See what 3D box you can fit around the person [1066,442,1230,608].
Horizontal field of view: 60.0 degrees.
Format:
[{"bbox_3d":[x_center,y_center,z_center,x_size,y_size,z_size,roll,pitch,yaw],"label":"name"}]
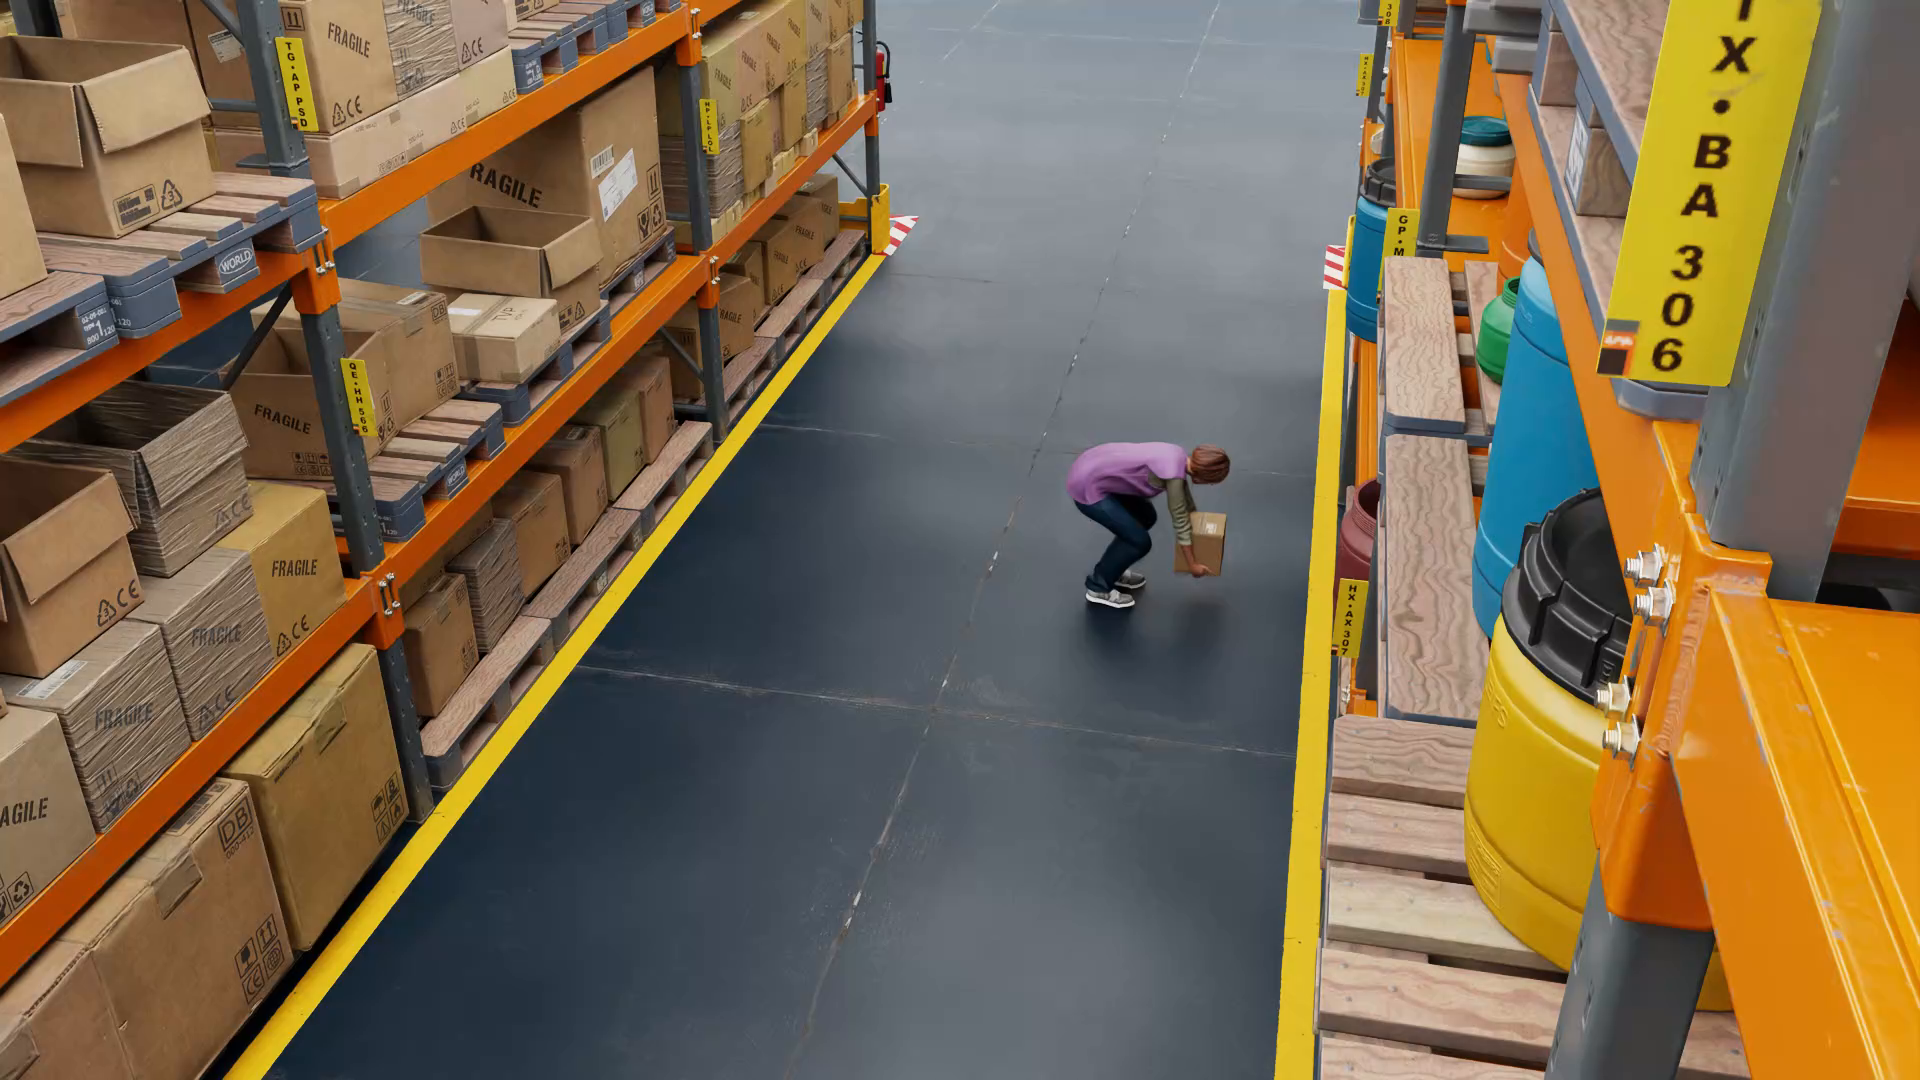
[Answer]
[{"bbox_3d":[0.996,-0.101,8.992,0.862,0.940,0.420,5,30,8],"label":"person"}]
